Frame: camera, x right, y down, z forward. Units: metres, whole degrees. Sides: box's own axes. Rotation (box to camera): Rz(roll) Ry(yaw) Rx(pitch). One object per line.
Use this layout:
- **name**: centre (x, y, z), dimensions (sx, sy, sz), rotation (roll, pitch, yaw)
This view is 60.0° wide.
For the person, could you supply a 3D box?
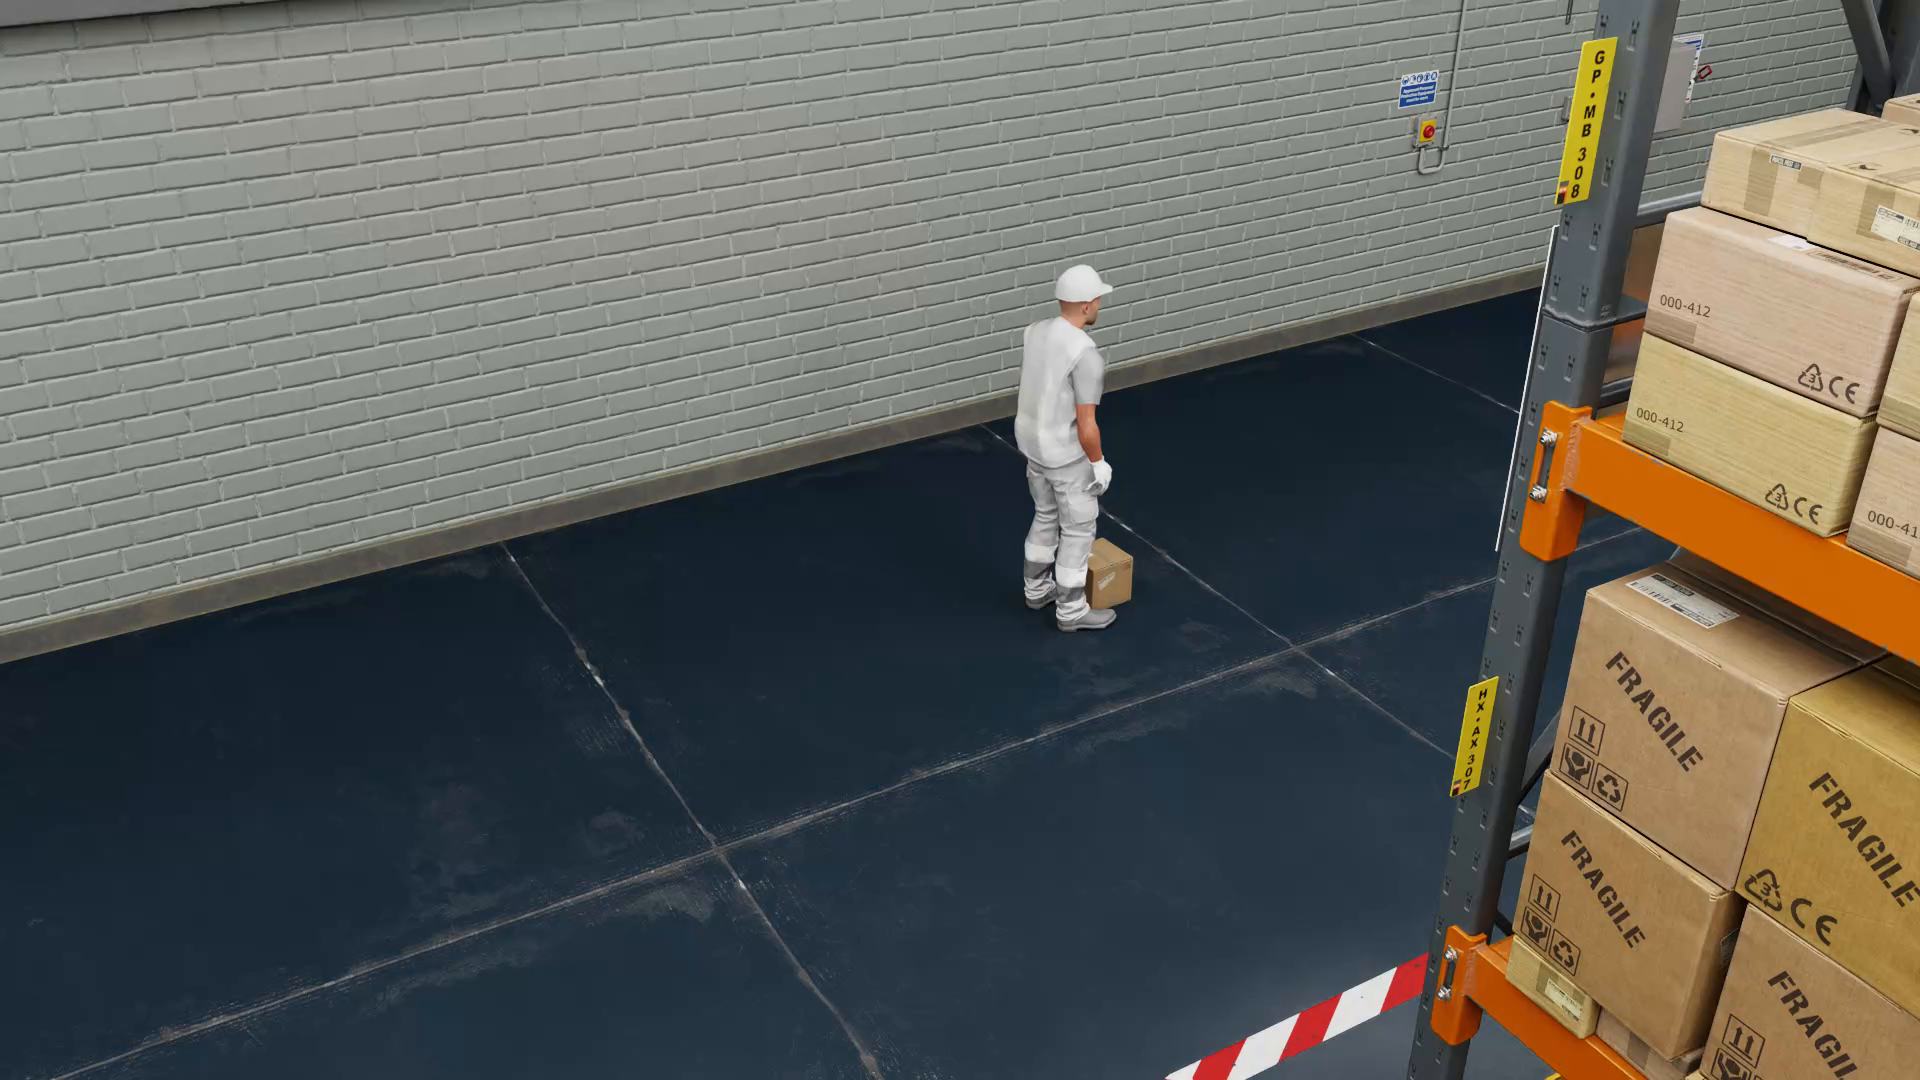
- **person**: centre (0.504, -0.432, 7.896), dimensions (0.452, 1.779, 0.607), rotation (-16, 32, -26)
